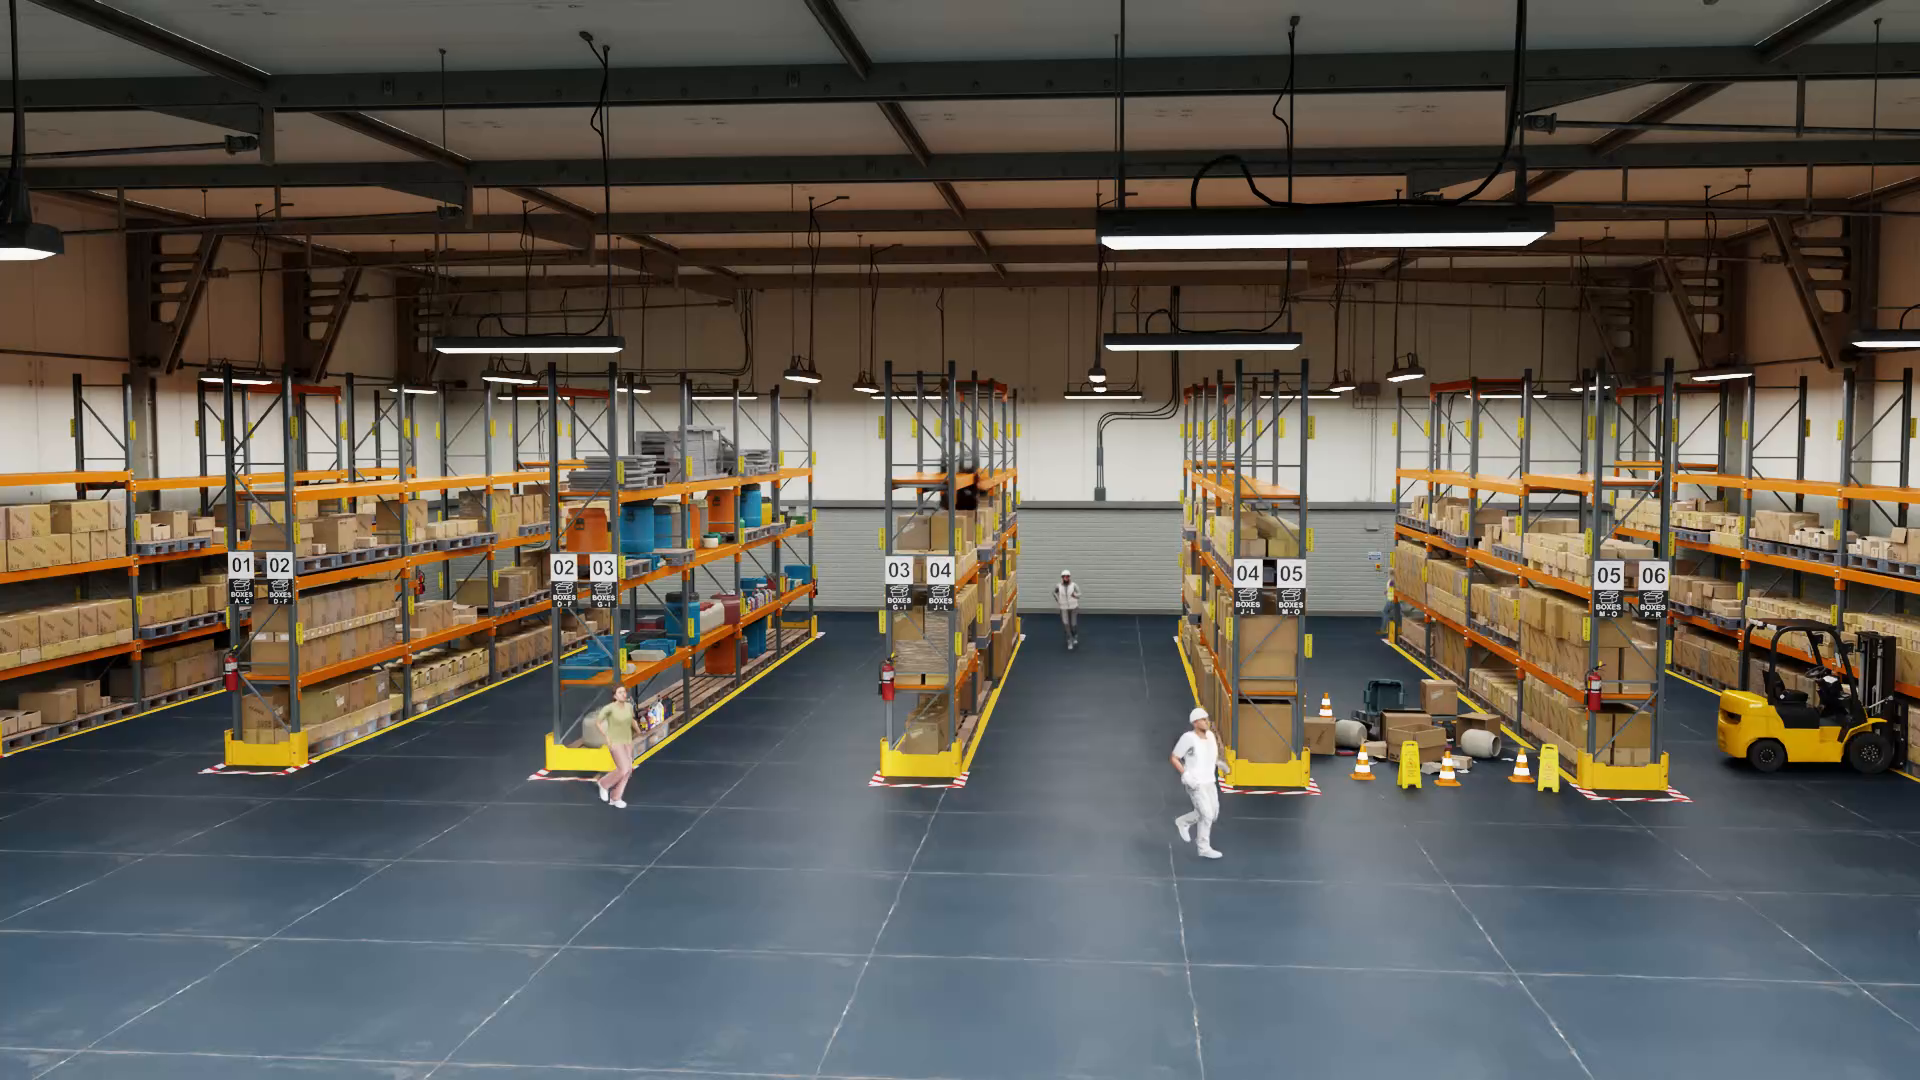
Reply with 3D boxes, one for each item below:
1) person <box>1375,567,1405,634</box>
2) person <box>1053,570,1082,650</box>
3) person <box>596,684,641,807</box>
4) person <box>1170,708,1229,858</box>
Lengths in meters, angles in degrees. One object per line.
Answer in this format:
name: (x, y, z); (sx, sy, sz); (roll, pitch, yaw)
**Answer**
person: (10.508, 1.448, 40.474); (0.863, 1.759, 0.762); (2, 4, 29)
person: (2.481, 1.603, 38.380); (0.656, 1.831, 0.765); (0, 4, 1)
person: (-4.525, 2.732, 22.173); (0.562, 1.637, 0.569); (3, 5, 40)
person: (2.783, 2.842, 19.569); (0.683, 1.746, 0.730); (-4, 5, -43)
